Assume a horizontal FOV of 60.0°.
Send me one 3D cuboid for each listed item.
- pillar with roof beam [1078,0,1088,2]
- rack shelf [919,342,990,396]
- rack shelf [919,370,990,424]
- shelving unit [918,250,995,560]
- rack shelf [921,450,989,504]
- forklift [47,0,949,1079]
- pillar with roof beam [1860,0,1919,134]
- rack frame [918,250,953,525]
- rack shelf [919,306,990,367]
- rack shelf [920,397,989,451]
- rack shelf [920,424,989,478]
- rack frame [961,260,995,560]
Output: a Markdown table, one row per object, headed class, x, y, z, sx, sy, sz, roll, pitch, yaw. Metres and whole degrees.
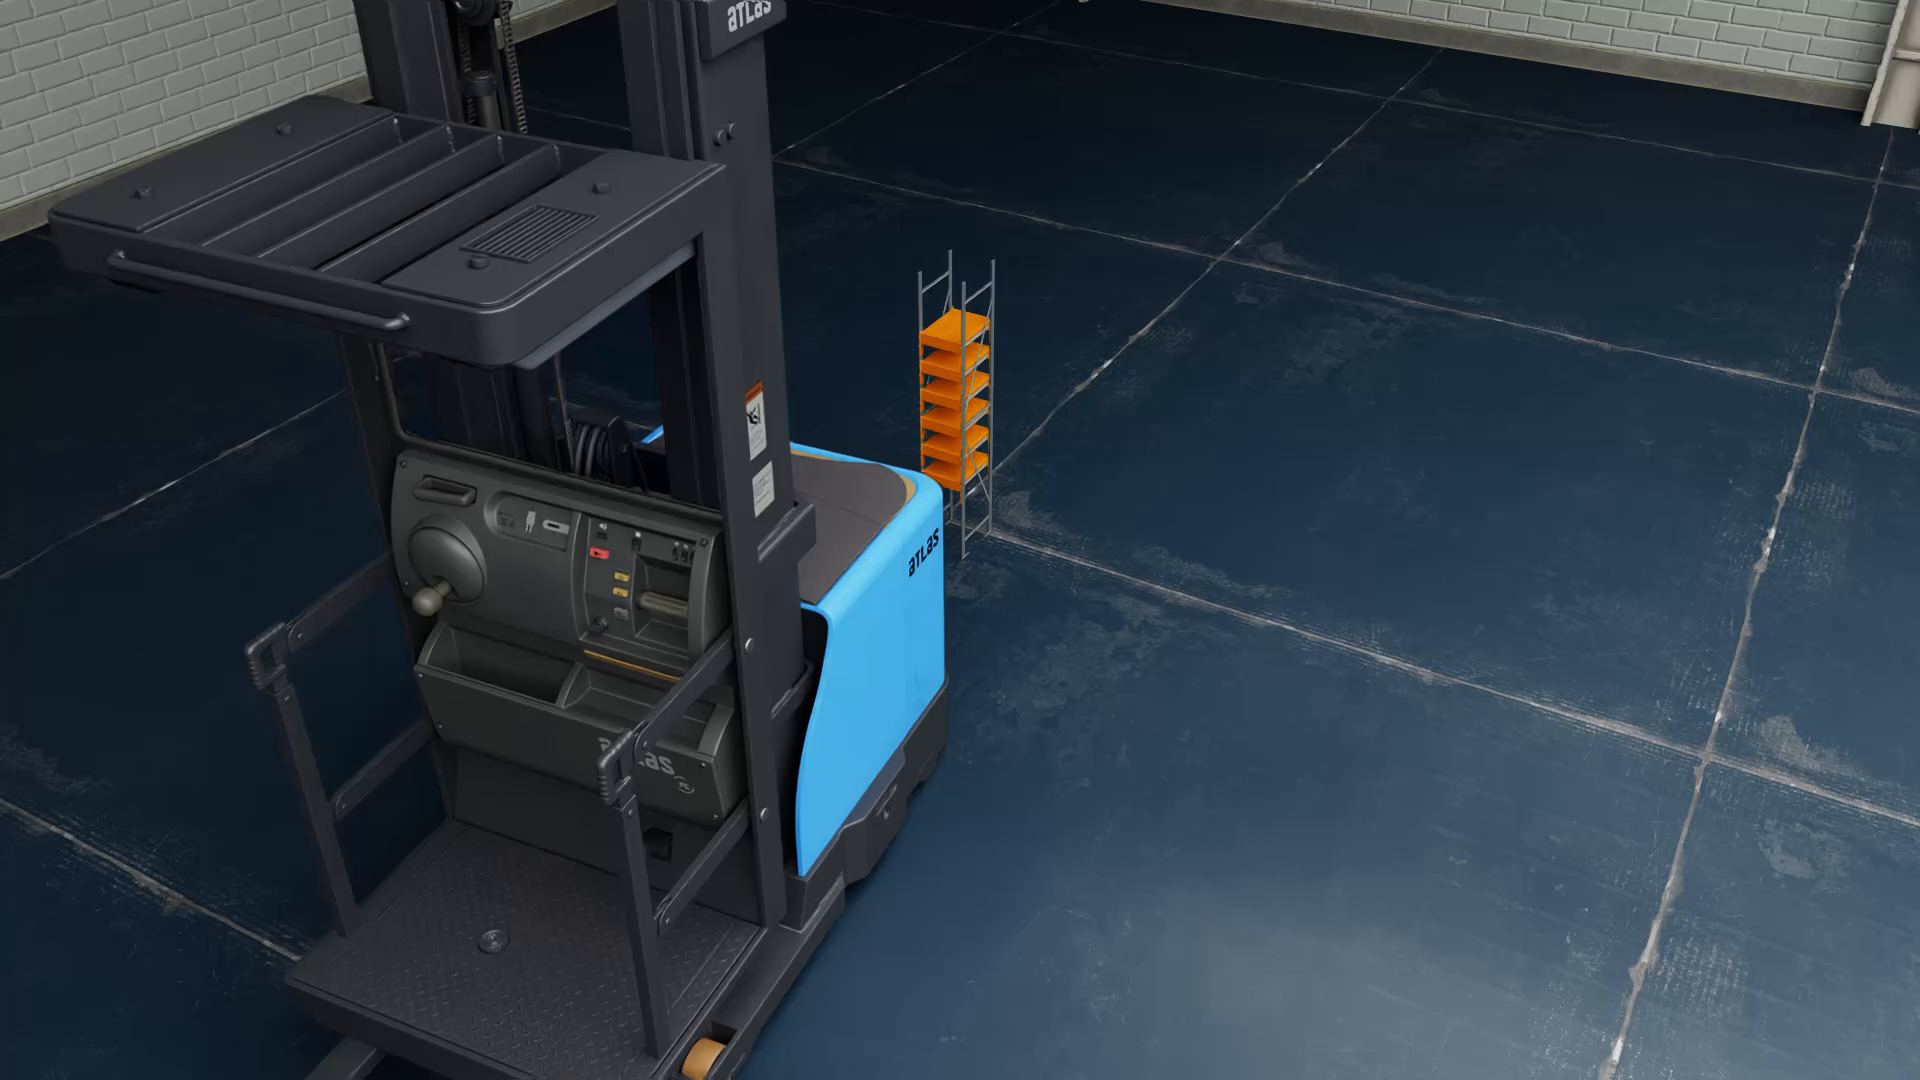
| class | x | y | z | sx | sy | sz | roll | pitch | yaw |
| --- | --- | --- | --- | --- | --- | --- | --- | --- | --- |
| pillar with roof beam | -1.250 | -6.042 | 7.704 | 0.400 | 9.000 | 9.100 | 18 | 37 | 24 |
| rack shelf | -0.013 | -0.666 | 6.315 | 0.180 | 0.103 | 0.258 | 18 | 37 | 24 |
| rack shelf | -0.013 | -0.566 | 6.382 | 0.180 | 0.103 | 0.258 | 18 | 37 | 24 |
| shelving unit | -0.013 | -0.503 | 6.423 | 0.189 | 1.200 | 0.258 | 18 | 37 | 24 |
| rack shelf | -0.013 | -0.267 | 6.581 | 0.180 | 0.103 | 0.258 | 18 | 37 | 24 |
| forklift | -1.098 | 0.115 | 3.933 | 1.130 | 2.935 | 3.031 | 14 | 36 | 20 |
| pillar with roof beam | 3.959 | -4.392 | 5.226 | 0.400 | 9.000 | 9.100 | 18 | 37 | 24 |
| rack frame | -0.092 | -0.529 | 6.461 | 0.006 | 1.200 | 0.240 | 18 | 37 | 24 |
| rack shelf | -0.013 | -0.766 | 6.249 | 0.180 | 0.103 | 0.258 | 18 | 37 | 24 |
| rack shelf | -0.013 | -0.466 | 6.448 | 0.180 | 0.103 | 0.258 | 18 | 37 | 24 |
| rack shelf | -0.013 | -0.367 | 6.515 | 0.180 | 0.103 | 0.258 | 18 | 37 | 24 |
| rack frame | 0.067 | -0.478 | 6.386 | 0.006 | 1.200 | 0.240 | 18 | 37 | 24 |
